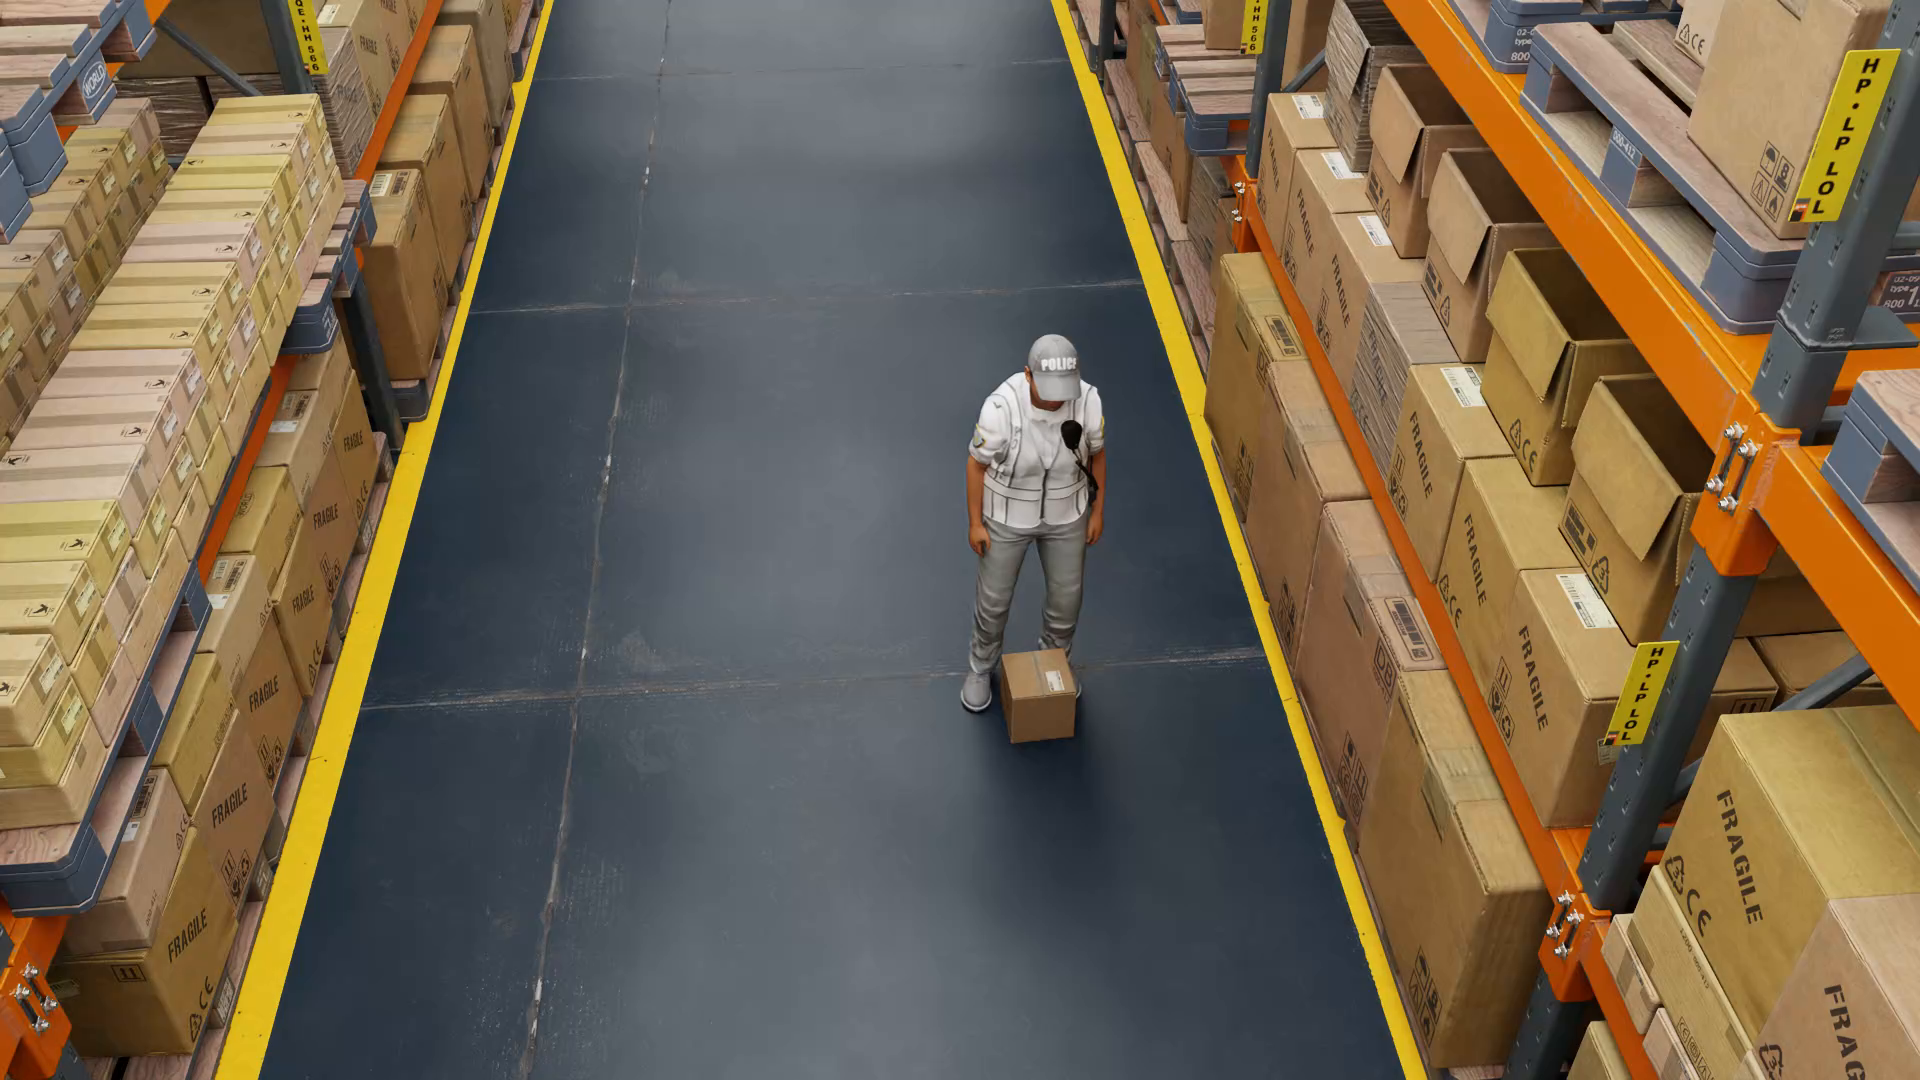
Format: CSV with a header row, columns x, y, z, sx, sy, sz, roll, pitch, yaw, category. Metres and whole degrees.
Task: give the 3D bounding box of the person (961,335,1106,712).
x,y,z,sx,sy,sz,roll,pitch,yaw,category
0.273,-0.073,6.239,0.565,1.665,0.470,-5,40,-7,person
